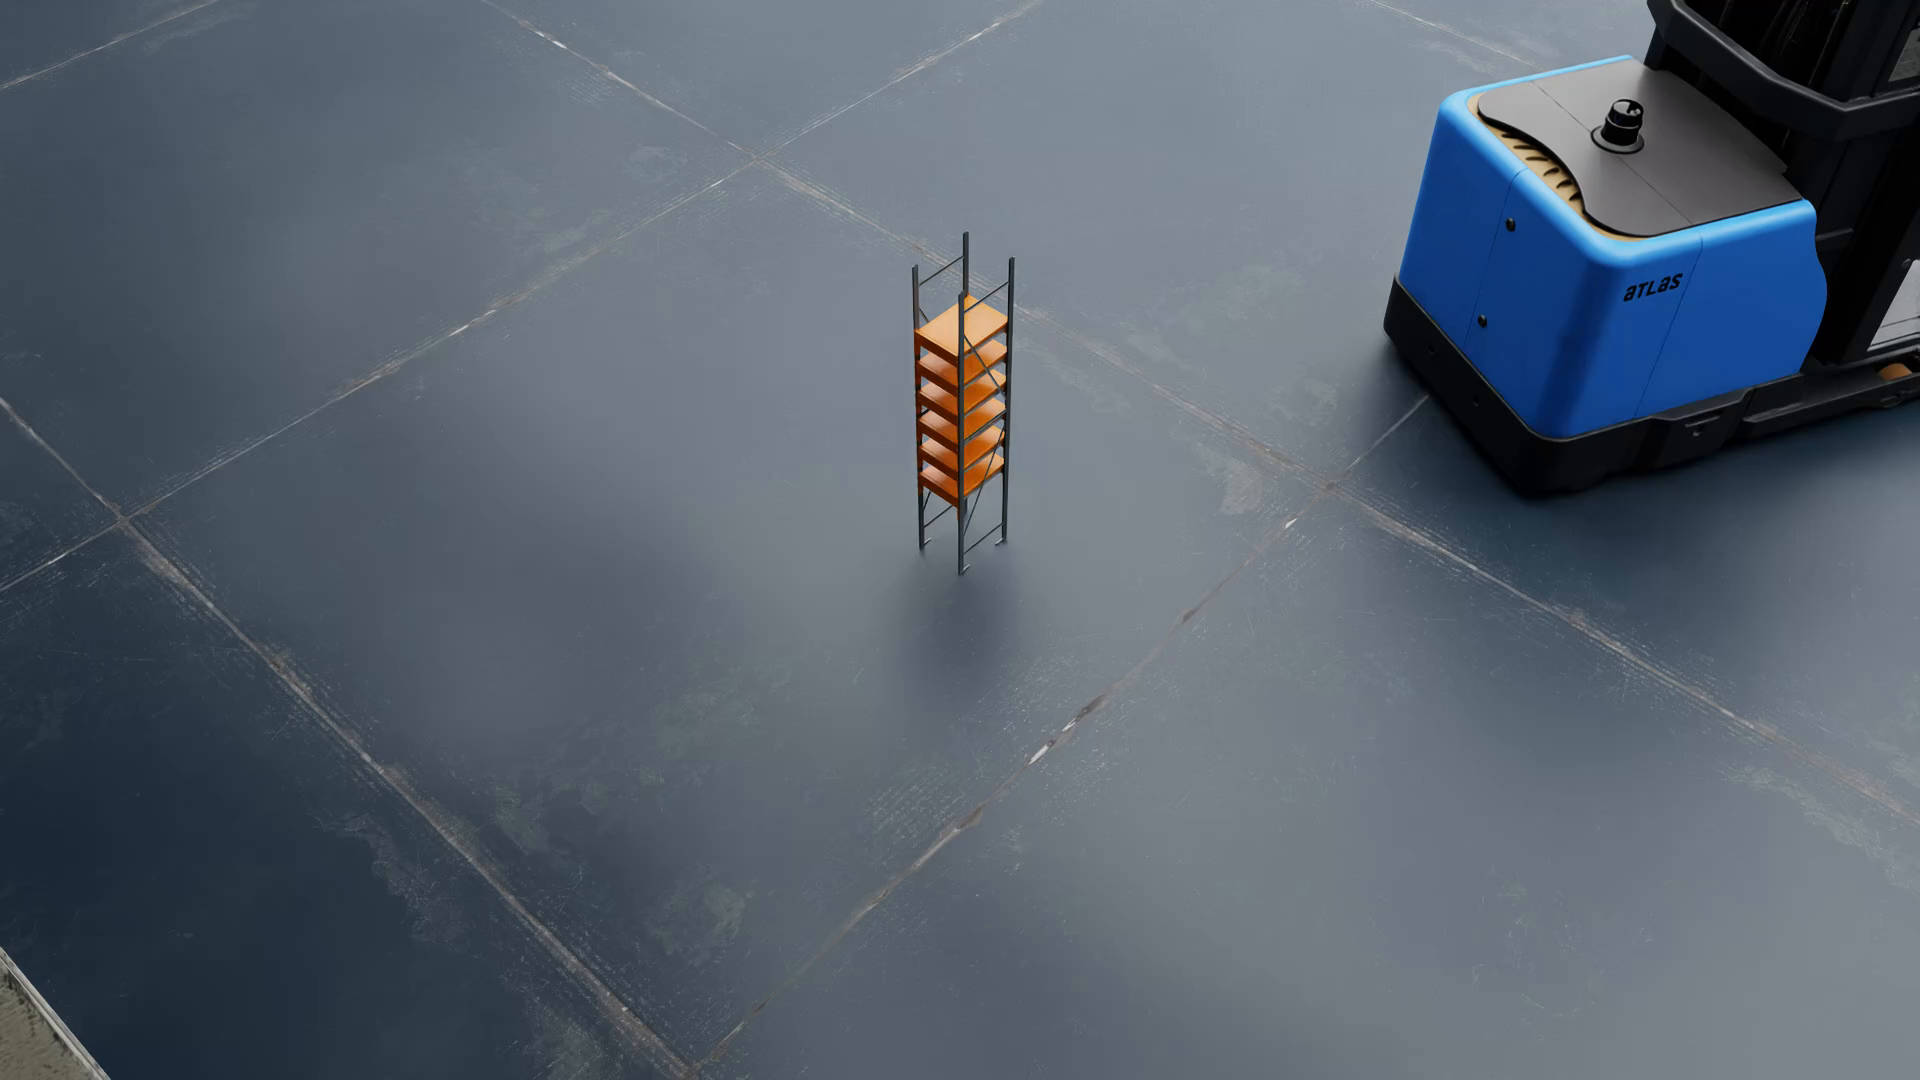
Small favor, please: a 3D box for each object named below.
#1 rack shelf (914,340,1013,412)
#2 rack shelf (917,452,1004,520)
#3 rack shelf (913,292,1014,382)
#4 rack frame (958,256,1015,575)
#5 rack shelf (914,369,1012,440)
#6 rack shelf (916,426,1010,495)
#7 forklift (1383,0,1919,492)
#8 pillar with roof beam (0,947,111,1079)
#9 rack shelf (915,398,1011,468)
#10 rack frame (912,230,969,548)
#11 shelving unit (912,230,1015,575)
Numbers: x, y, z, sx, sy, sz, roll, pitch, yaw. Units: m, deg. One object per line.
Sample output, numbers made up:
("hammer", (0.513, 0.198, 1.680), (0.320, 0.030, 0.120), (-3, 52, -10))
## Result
("rack shelf", (0.011, -0.537, 5.154), (0.180, 0.103, 0.258), (34, 55, 28))
("rack shelf", (0.011, -0.209, 5.504), (0.180, 0.103, 0.258), (34, 55, 28))
("rack shelf", (0.011, -0.620, 5.067), (0.180, 0.103, 0.258), (34, 55, 28))
("rack frame", (0.078, -0.358, 5.254), (0.006, 1.200, 0.240), (34, 55, 28))
("rack shelf", (0.011, -0.455, 5.242), (0.180, 0.103, 0.258), (34, 55, 28))
("rack shelf", (0.011, -0.291, 5.417), (0.180, 0.103, 0.258), (34, 55, 28))
("forklift", (3.204, -1.844, 5.462), (3.031, 2.935, 1.130), (-15, 49, -14))
("pillar with roof beam", (1.402, -3.337, 2.702), (0.400, 9.000, 9.100), (34, 55, 28))
("rack shelf", (0.011, -0.373, 5.329), (0.180, 0.103, 0.258), (34, 55, 28))
("rack frame", (-0.057, -0.449, 5.339), (0.006, 1.200, 0.240), (34, 55, 28))
("shelving unit", (0.011, -0.404, 5.297), (0.189, 1.200, 0.258), (34, 55, 28))
